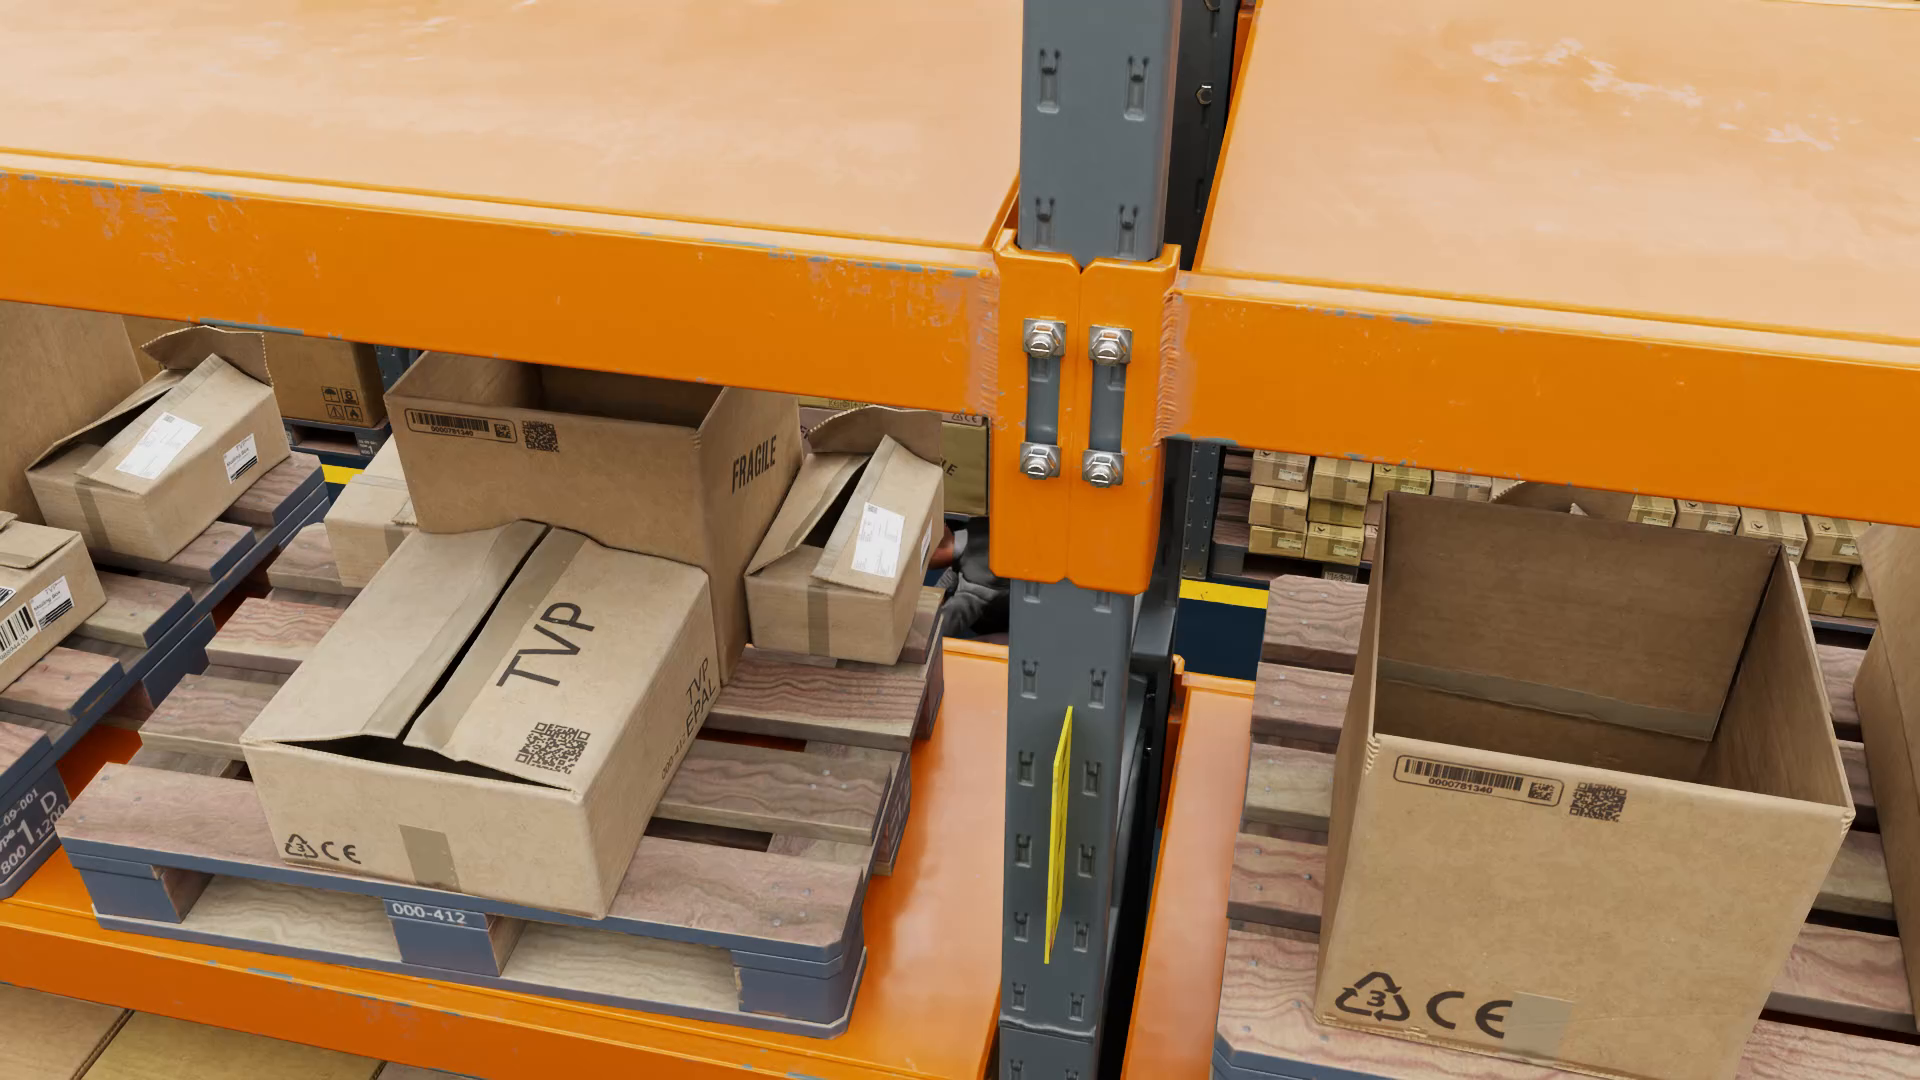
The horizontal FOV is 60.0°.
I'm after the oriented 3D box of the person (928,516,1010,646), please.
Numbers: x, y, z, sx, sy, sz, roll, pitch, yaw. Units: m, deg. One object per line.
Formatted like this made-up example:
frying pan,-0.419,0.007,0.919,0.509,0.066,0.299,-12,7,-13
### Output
person,0.134,0.293,6.920,0.876,0.963,0.540,7,37,10
